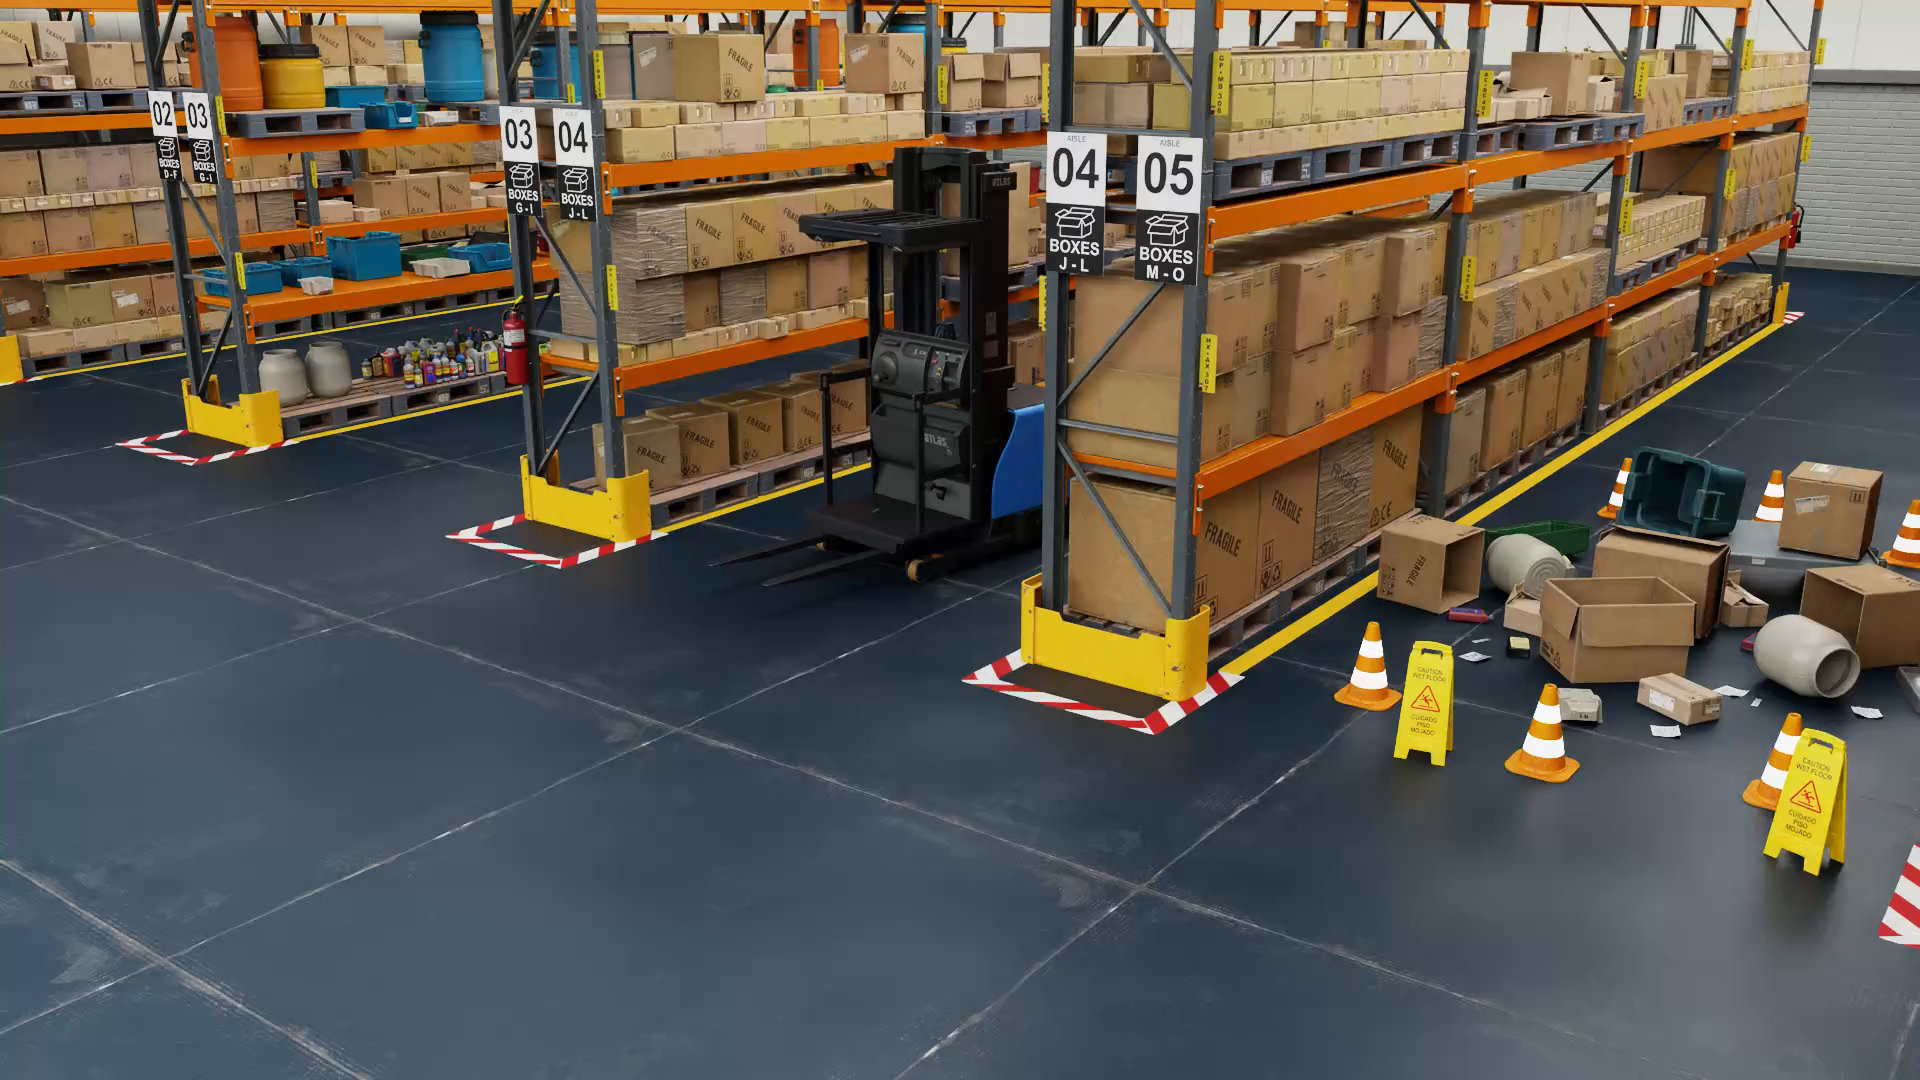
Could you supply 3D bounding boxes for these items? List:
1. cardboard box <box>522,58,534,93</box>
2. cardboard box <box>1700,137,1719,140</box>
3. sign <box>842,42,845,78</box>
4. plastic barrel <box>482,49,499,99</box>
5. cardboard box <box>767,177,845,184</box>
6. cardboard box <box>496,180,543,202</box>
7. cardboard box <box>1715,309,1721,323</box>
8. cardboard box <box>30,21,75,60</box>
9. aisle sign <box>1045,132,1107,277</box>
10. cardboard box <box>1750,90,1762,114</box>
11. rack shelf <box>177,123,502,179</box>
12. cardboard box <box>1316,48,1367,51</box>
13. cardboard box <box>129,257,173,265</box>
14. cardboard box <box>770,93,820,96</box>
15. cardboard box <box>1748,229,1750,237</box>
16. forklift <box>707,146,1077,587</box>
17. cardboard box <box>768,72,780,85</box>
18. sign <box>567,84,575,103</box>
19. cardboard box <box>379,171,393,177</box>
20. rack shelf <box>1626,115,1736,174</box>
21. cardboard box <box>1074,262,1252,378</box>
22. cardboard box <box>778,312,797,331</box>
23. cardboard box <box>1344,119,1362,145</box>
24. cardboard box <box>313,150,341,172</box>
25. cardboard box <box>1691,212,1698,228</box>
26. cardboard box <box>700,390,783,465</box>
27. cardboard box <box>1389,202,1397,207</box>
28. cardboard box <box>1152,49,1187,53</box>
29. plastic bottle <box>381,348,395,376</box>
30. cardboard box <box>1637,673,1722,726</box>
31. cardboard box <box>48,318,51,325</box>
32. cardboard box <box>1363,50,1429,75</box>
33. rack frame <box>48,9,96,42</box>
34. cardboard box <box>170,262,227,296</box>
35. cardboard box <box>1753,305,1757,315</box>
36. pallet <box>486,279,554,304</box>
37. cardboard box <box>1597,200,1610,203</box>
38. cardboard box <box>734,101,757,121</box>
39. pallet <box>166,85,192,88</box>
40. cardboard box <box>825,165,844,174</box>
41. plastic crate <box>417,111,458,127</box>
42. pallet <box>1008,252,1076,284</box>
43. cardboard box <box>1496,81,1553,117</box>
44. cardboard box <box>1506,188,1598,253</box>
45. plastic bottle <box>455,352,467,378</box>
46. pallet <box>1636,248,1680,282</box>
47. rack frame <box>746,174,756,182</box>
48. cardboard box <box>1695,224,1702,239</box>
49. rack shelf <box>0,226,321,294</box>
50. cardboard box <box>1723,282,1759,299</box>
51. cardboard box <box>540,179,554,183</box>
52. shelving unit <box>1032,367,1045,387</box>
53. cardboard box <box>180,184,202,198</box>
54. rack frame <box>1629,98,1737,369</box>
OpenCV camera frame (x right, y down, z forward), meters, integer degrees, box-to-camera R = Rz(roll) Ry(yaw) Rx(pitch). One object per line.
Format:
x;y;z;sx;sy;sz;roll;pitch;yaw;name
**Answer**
-5.939;-6.778;24.287;0.910;0.500;0.500;12;21;35;cardboard box
9.067;-4.686;20.418;0.500;0.500;0.500;12;21;33;cardboard box
-1.049;-4.449;15.418;0.100;0.325;0.005;12;21;35;sign
-4.993;-4.978;17.761;0.421;0.512;0.421;0;17;0;plastic barrel
-1.370;-2.970;14.893;0.500;0.500;0.500;12;21;35;cardboard box
-6.423;-5.067;24.152;0.500;0.311;0.500;14;22;38;cardboard box
8.920;-2.704;19.991;0.380;0.149;0.250;11;20;32;cardboard box
-12.616;-6.910;22.991;0.500;0.500;0.500;10;20;30;cardboard box
0.655;-1.908;9.448;0.394;0.787;0.004;12;21;35;aisle sign
8.867;-5.034;19.092;0.500;0.250;0.500;12;21;34;cardboard box
-5.771;-3.972;16.631;1.077;0.370;4.000;12;21;35;rack shelf
2.681;-3.437;11.900;0.380;0.149;0.250;12;21;34;cardboard box
-12.110;-4.304;25.020;0.700;0.500;0.500;13;22;37;cardboard box
-1.437;-3.810;14.477;0.380;0.149;0.250;13;22;36;cardboard box
9.388;-3.773;20.259;0.380;0.149;0.250;13;22;37;cardboard box
-0.441;-1.269;11.889;3.031;2.935;1.130;-16;24;-42;forklift
-3.300;-7.574;27.270;0.500;0.250;0.500;12;21;35;cardboard box
-4.144;-4.696;17.736;0.100;0.325;0.005;12;21;35;sign
-9.613;-6.048;27.552;0.380;0.149;0.250;13;21;35;cardboard box
6.897;-4.101;17.049;1.077;0.370;4.000;12;21;35;rack shelf
1.191;-1.300;9.797;0.875;0.550;0.550;12;21;35;cardboard box
-1.609;-1.860;14.100;0.380;0.149;0.250;12;21;35;cardboard box
2.303;-2.578;10.476;0.380;0.149;0.250;13;21;35;cardboard box
-10.424;-6.207;26.762;0.700;0.500;0.500;10;20;28;cardboard box
7.854;-3.519;18.231;0.380;0.149;0.250;13;21;35;cardboard box
-1.882;-0.978;14.342;0.500;0.500;0.500;15;23;40;cardboard box
5.994;-4.836;23.681;0.380;0.149;0.250;12;21;33;cardboard box
2.088;-5.277;18.739;0.797;0.503;0.637;14;22;38;cardboard box
-6.048;-1.886;17.610;0.152;0.276;0.135;13;21;35;plastic bottle
4.132;0.912;9.555;0.250;0.149;0.380;-7;19;-22;cardboard box
-10.568;-2.471;19.572;0.500;0.250;0.500;12;21;35;cardboard box
2.910;-3.202;11.143;0.380;0.149;0.250;13;21;36;cardboard box
-12.535;-7.975;23.251;1.000;3.000;0.127;12;21;35;rack frame
-9.258;-3.095;20.316;0.500;0.500;0.500;12;21;35;cardboard box
10.027;-2.992;21.418;0.380;0.149;0.250;12;21;34;cardboard box
-6.693;-3.667;24.197;1.003;0.211;1.213;12;21;35;pallet
6.866;-3.593;17.968;0.380;0.149;0.250;12;21;34;cardboard box
-1.833;-3.411;13.193;0.380;0.149;0.250;11;21;32;cardboard box
-9.042;-5.418;20.224;1.003;0.211;1.213;12;21;35;pallet
-2.362;-6.624;28.849;0.500;0.500;0.500;12;21;34;cardboard box
-5.211;-4.212;16.636;0.243;0.136;0.396;12;21;35;plastic crate
0.635;-2.866;17.240;1.003;0.211;1.213;12;21;35;pallet
4.607;-3.608;13.597;0.396;0.266;0.258;12;21;35;cardboard box
5.430;-2.956;15.351;0.700;0.500;0.500;12;21;34;cardboard box
-5.247;-1.844;17.483;0.097;0.271;0.097;0;17;0;plastic bottle
6.852;-2.923;17.423;1.003;0.211;1.213;12;21;35;pallet
-3.788;-6.141;27.460;1.000;3.000;0.127;12;21;35;rack frame
8.011;-3.440;18.478;0.380;0.149;0.250;12;21;33;cardboard box
-9.747;-3.415;19.897;1.077;0.370;4.000;12;21;35;rack shelf
9.791;-3.136;20.880;0.380;0.149;0.250;13;22;37;cardboard box
-5.887;-5.606;24.863;0.700;0.500;0.500;5;18;16;cardboard box
0.829;-0.813;13.338;0.503;1.200;0.258;-16;24;-42;shelving unit
-9.303;-4.188;19.910;0.380;0.149;0.250;13;22;36;cardboard box
8.089;-3.489;18.921;1.000;3.000;0.127;12;21;35;rack frame
